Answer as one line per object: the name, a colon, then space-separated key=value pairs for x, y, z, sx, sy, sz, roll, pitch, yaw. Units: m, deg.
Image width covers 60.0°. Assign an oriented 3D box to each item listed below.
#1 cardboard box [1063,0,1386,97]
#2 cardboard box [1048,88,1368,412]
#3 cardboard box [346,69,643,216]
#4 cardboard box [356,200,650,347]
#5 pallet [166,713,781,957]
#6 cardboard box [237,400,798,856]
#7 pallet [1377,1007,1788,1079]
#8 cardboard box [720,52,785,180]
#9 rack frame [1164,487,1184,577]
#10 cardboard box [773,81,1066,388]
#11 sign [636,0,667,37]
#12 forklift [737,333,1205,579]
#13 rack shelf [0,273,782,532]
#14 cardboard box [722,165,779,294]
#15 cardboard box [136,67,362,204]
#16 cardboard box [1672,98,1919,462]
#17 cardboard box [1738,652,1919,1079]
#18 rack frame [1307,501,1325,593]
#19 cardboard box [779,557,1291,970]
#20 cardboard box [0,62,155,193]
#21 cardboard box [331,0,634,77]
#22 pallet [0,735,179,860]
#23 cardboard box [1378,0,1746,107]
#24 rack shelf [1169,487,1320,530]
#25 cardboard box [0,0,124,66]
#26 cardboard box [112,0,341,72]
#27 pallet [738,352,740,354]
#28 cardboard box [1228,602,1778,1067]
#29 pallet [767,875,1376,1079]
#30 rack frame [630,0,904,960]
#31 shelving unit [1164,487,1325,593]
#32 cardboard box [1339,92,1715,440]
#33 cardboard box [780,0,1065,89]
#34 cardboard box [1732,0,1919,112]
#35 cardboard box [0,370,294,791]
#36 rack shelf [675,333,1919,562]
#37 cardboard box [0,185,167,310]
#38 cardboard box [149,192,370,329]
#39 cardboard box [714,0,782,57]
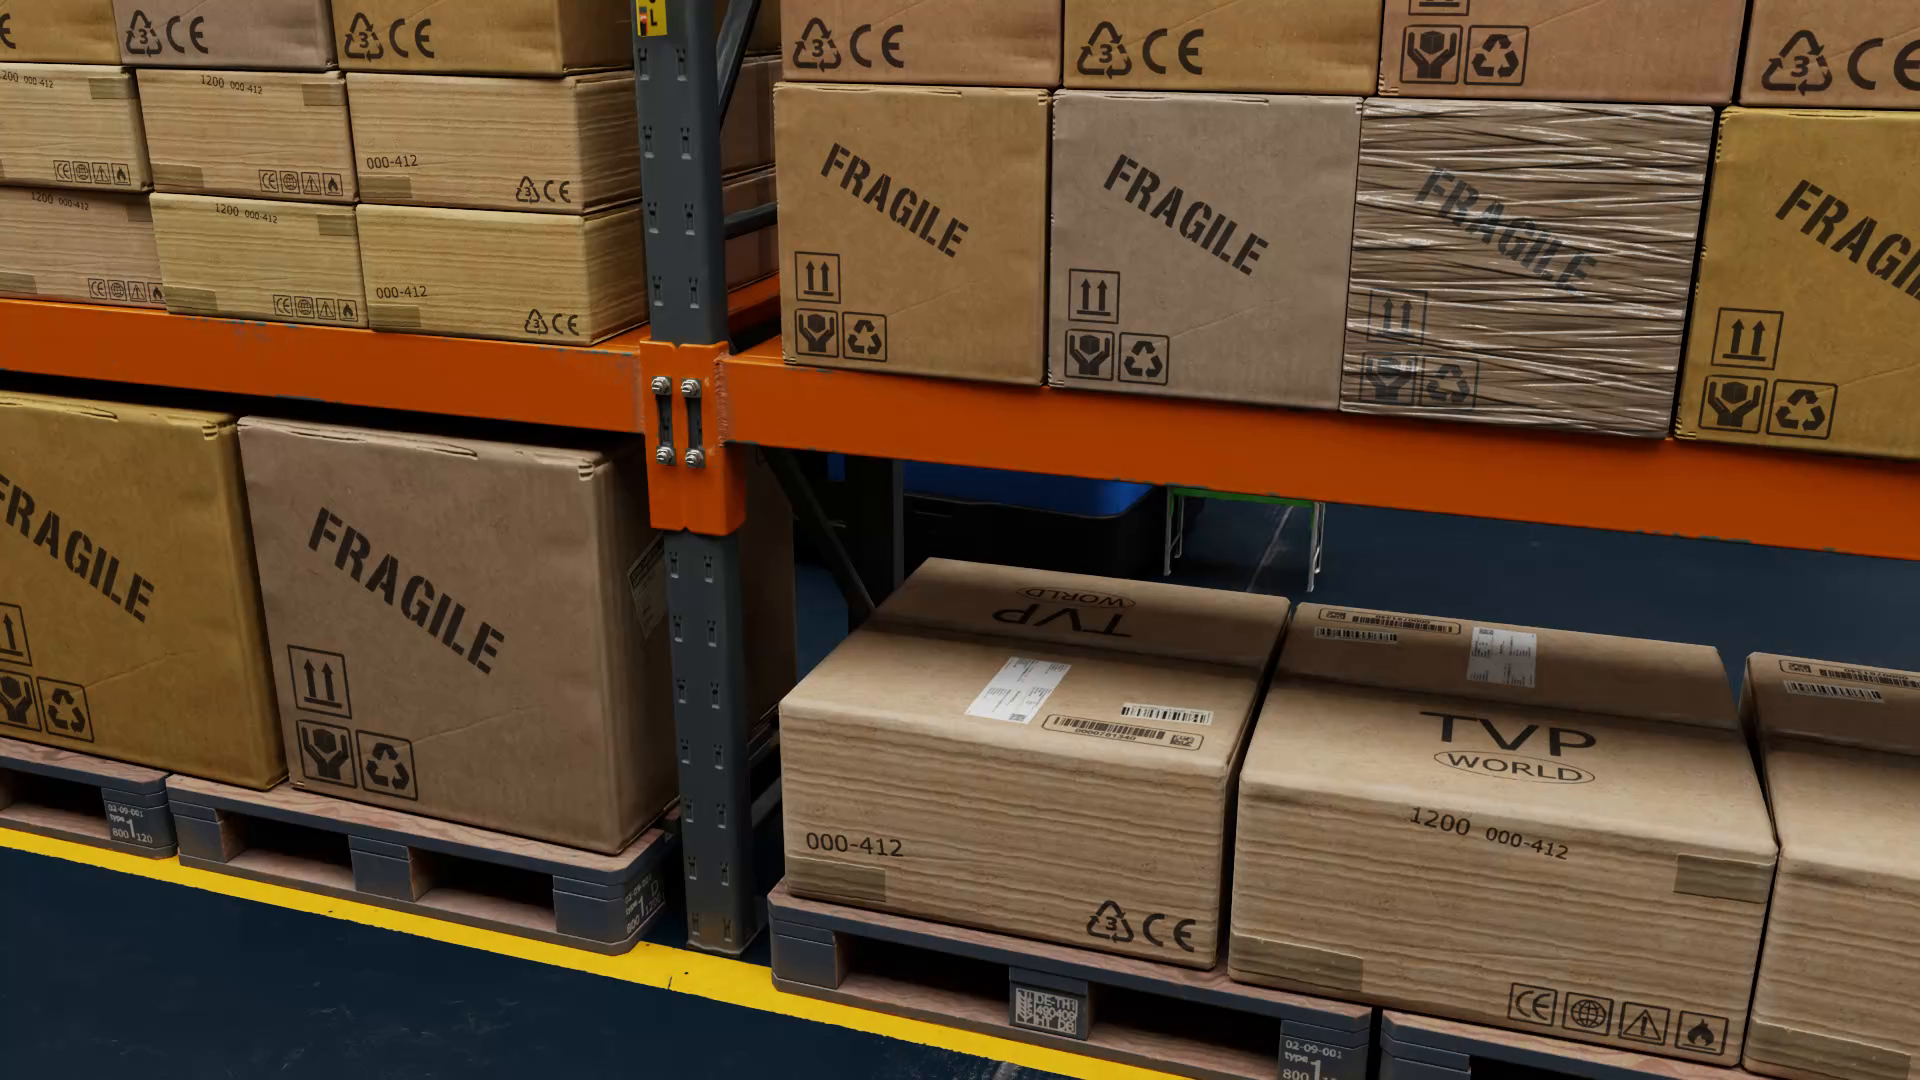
cardboard box: x=0.483 y=-1.025 z=2.787 sx=0.500 sy=0.500 sz=0.500 roll=6 pitch=20 yaw=17
cardboard box: x=0.469 y=-0.548 z=2.939 sx=0.500 sy=0.500 sz=0.500 roll=7 pitch=20 yaw=18
cardboard box: x=-0.858 y=-0.826 z=3.356 sx=0.500 sy=0.250 sz=0.500 roll=7 pitch=20 yaw=18
cardboard box: x=-0.868 y=-0.588 z=3.433 sx=0.500 sy=0.250 sz=0.500 roll=6 pitch=20 yaw=17
pallet: x=-1.116 y=0.568 z=4.125 sx=1.213 sy=0.211 sz=1.003 roll=7 pitch=20 yaw=18
cardboard box: x=-0.974 y=0.074 z=3.896 sx=0.875 sy=0.875 sz=0.875 roll=7 pitch=20 yaw=20
pallet: x=1.487 y=0.866 z=3.271 sx=1.213 sy=0.211 sz=1.003 roll=7 pitch=20 yaw=18
cardboard box: x=-0.685 y=-0.989 z=3.824 sx=0.500 sy=0.250 sz=0.500 roll=6 pitch=20 yaw=16
rack frame: x=0.744 y=-0.478 z=5.624 sx=0.015 sy=1.200 sz=0.240 roll=6 pitch=20 yaw=17
cardboard box: x=-0.005 y=-0.604 z=3.099 sx=0.500 sy=0.500 sz=0.500 roll=7 pitch=20 yaw=20
sign: x=-0.531 y=-1.028 z=2.830 sx=0.005 sy=0.325 sz=0.100 roll=7 pitch=20 yaw=18
forklift: x=-0.642 y=-1.521 z=5.986 sx=3.031 sy=2.935 sz=1.130 roll=9 pitch=21 yaw=24
rack shelf: x=-2.251 y=-0.565 z=4.232 sx=4.000 sy=0.370 sz=1.077 roll=7 pitch=20 yaw=18
cardboard box: x=-0.691 y=-0.747 z=3.891 sx=0.500 sy=0.250 sz=0.500 roll=6 pitch=20 yaw=17
cardboard box: x=-1.333 y=-0.877 z=3.505 sx=0.500 sy=0.250 sz=0.500 roll=7 pitch=20 yaw=19
cardboard box: x=1.424 y=-0.437 z=2.620 sx=0.500 sy=0.500 sz=0.500 roll=7 pitch=20 yaw=20
cardboard box: x=1.893 y=0.619 z=2.999 sx=0.875 sy=0.438 sz=0.875 roll=7 pitch=20 yaw=20
rack frame: x=1.208 y=-0.429 z=5.482 sx=0.015 sy=1.200 sz=0.240 roll=6 pitch=20 yaw=17
cardboard box: x=0.196 y=0.424 z=3.556 sx=0.875 sy=0.438 sz=0.875 roll=6 pitch=20 yaw=17
cardboard box: x=-1.824 y=-0.932 z=3.660 sx=0.500 sy=0.250 sz=0.500 roll=7 pitch=20 yaw=19
cardboard box: x=-0.866 y=-1.178 z=3.228 sx=0.500 sy=0.500 sz=0.500 roll=7 pitch=20 yaw=20
pallet: x=-2.272 y=0.437 z=4.501 sx=1.213 sy=0.211 sz=1.003 roll=7 pitch=20 yaw=18
cardboard box: x=0.964 y=-0.966 z=2.619 sx=0.500 sy=0.500 sz=0.500 roll=7 pitch=20 yaw=19
rack shelf: x=0.976 y=-0.166 z=5.652 sx=0.480 sy=0.148 sz=0.258 roll=6 pitch=20 yaw=17
cardboard box: x=-1.830 y=-1.292 z=3.556 sx=0.500 sy=0.500 sz=0.500 roll=7 pitch=20 yaw=20
cardboard box: x=-1.358 y=-1.232 z=3.381 sx=0.500 sy=0.500 sz=0.500 roll=7 pitch=20 yaw=19
pallet: x=-0.725 y=-1.137 z=9.016 sx=1.213 sy=0.211 sz=1.003 roll=7 pitch=20 yaw=18
cardboard box: x=1.042 y=0.521 z=3.280 sx=0.875 sy=0.438 sz=0.875 roll=6 pitch=20 yaw=16
pallet: x=0.331 y=0.735 z=3.648 sx=1.213 sy=0.211 sz=1.003 roll=7 pitch=20 yaw=18
rack frame: x=-0.362 y=-0.688 z=3.494 sx=0.127 sy=3.000 sz=1.000 roll=7 pitch=20 yaw=18
shelving unit: x=0.976 y=-0.453 z=5.553 sx=0.503 sy=1.200 sz=0.258 roll=6 pitch=20 yaw=17
cardboard box: x=0.937 y=-0.492 z=2.779 sx=0.500 sy=0.500 sz=0.500 roll=7 pitch=20 yaw=18
cardboard box: x=0.008 y=-1.081 z=2.950 sx=0.500 sy=0.500 sz=0.500 roll=7 pitch=20 yaw=18
cardboard box: x=1.439 y=-0.910 z=2.460 sx=0.500 sy=0.500 sz=0.500 roll=6 pitch=20 yaw=18
cardboard box: x=-1.830 y=-0.021 z=4.169 sx=0.875 sy=0.875 sz=0.875 roll=7 pitch=20 yaw=20
rack shelf: x=1.527 y=-0.133 z=2.993 sx=4.000 sy=0.370 sz=1.077 roll=7 pitch=20 yaw=18
cardboard box: x=-1.820 y=-0.704 z=3.765 sx=0.500 sy=0.250 sz=0.500 roll=6 pitch=20 yaw=17
cardboard box: x=-1.349 y=-0.643 z=3.592 sx=0.500 sy=0.250 sz=0.500 roll=6 pitch=20 yaw=17
cardboard box: x=-0.683 y=-1.345 z=3.706 sx=0.500 sy=0.500 sz=0.500 roll=7 pitch=20 yaw=19
